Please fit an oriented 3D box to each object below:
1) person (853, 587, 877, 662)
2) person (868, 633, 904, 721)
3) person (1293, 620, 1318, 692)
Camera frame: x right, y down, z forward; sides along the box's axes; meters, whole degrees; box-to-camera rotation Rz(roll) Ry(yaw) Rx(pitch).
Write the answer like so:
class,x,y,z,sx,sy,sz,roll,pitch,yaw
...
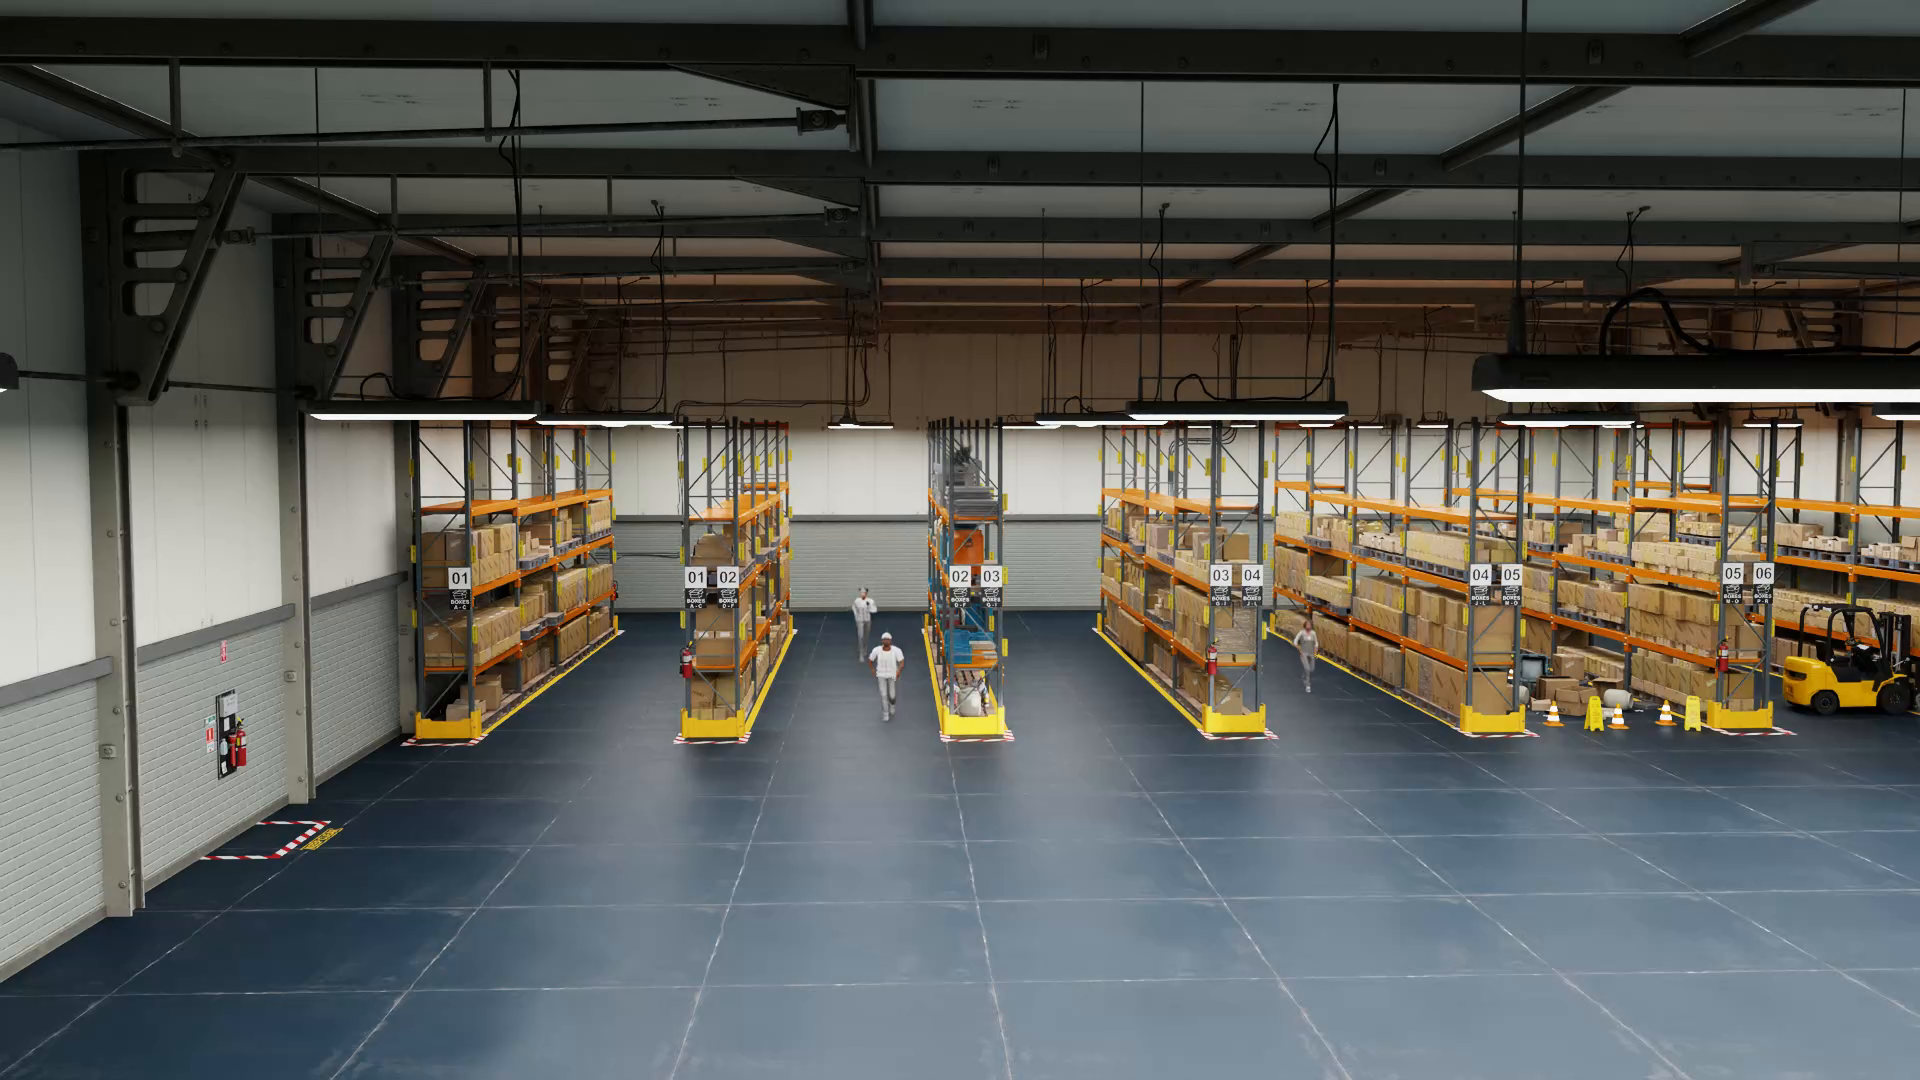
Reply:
class,x,y,z,sx,sy,sz,roll,pitch,yaw
person,-2.285,1.999,39.826,0.559,1.777,0.731,0,4,-5
person,-1.473,2.698,33.035,0.723,1.731,0.675,0,4,-2
person,7.645,2.549,36.776,0.553,1.574,0.567,-1,4,-8
